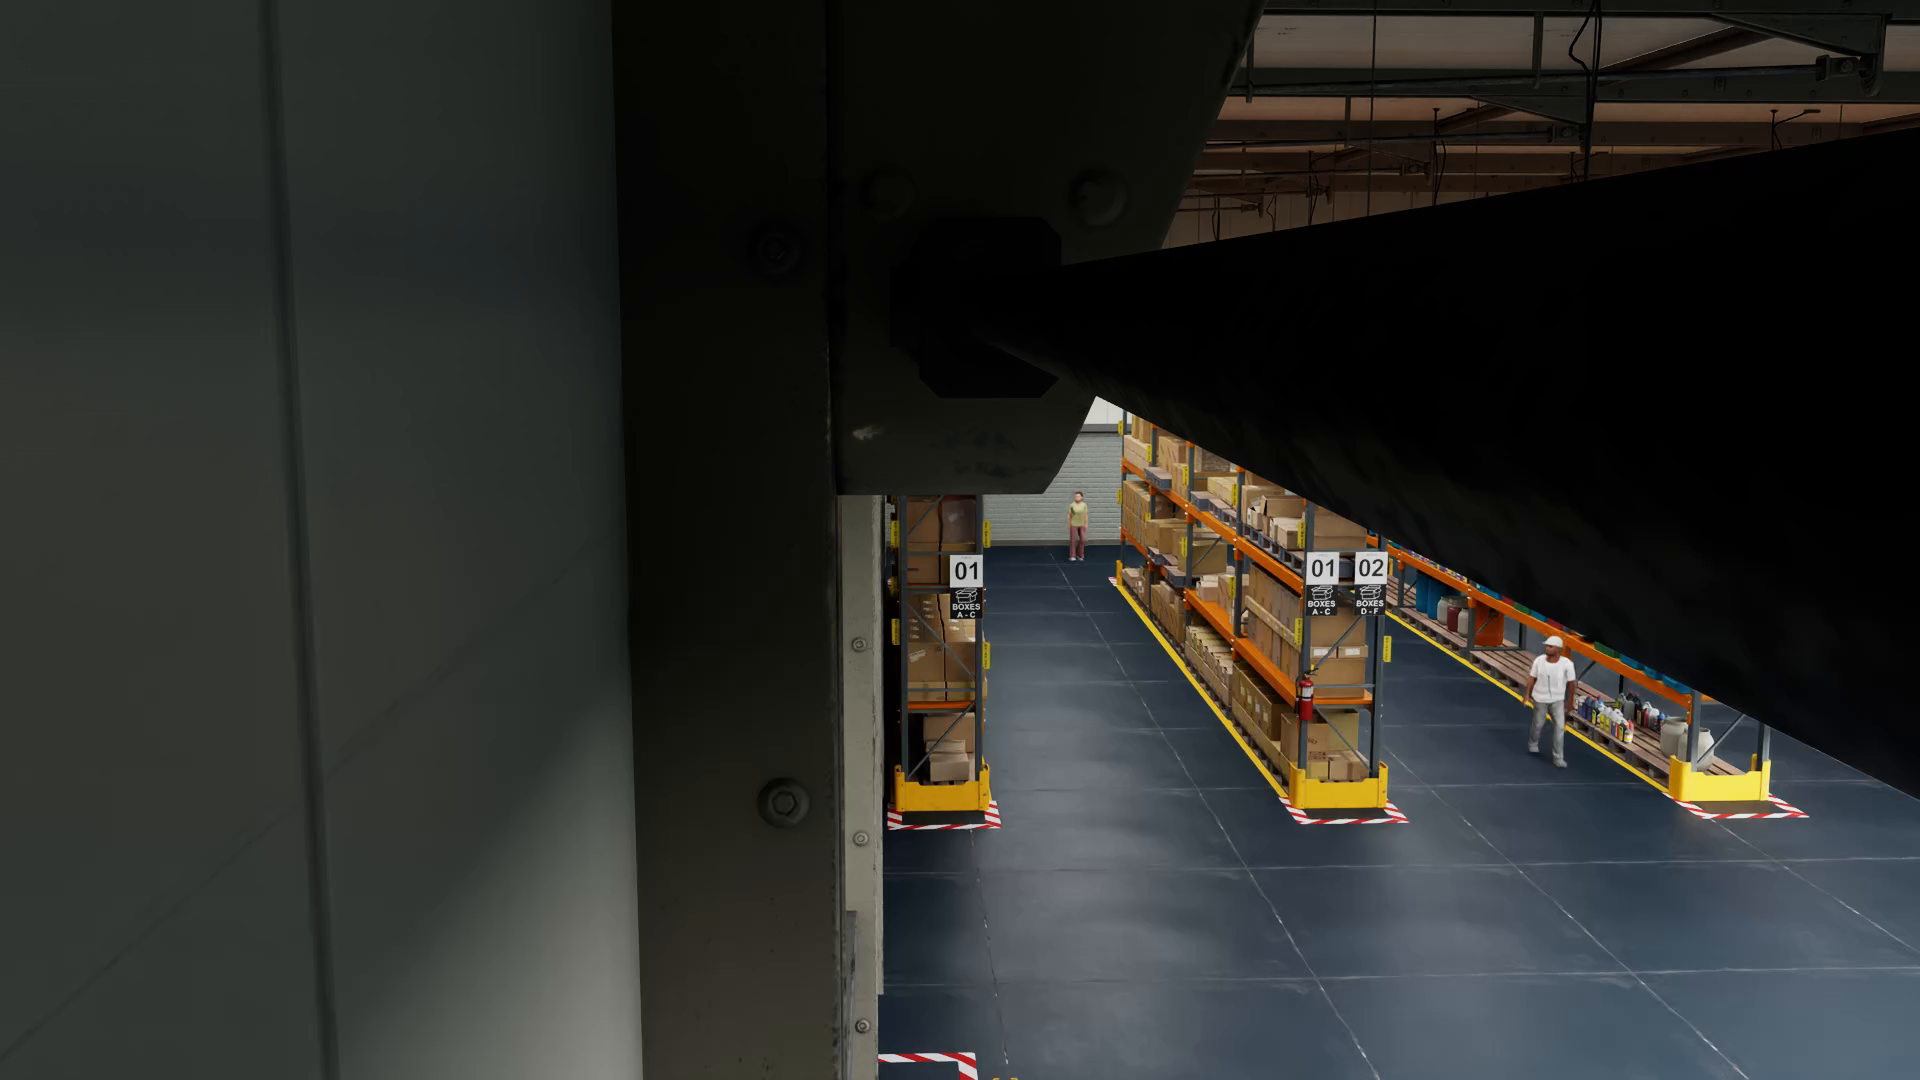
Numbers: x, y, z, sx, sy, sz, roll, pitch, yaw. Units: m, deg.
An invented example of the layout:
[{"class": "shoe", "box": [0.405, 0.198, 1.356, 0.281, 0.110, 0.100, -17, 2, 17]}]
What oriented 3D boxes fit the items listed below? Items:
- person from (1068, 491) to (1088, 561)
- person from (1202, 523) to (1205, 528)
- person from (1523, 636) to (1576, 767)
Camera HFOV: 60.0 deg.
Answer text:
[{"class": "person", "box": [2.819, -0.304, 39.652, 0.454, 1.735, 0.349, -3, 9, -18]}, {"class": "person", "box": [5.706, -0.504, 40.462, 0.538, 1.834, 0.384, -2, 9, -15]}, {"class": "person", "box": [7.987, 2.163, 22.564, 0.694, 1.729, 0.986, 0, 8, 2]}]
